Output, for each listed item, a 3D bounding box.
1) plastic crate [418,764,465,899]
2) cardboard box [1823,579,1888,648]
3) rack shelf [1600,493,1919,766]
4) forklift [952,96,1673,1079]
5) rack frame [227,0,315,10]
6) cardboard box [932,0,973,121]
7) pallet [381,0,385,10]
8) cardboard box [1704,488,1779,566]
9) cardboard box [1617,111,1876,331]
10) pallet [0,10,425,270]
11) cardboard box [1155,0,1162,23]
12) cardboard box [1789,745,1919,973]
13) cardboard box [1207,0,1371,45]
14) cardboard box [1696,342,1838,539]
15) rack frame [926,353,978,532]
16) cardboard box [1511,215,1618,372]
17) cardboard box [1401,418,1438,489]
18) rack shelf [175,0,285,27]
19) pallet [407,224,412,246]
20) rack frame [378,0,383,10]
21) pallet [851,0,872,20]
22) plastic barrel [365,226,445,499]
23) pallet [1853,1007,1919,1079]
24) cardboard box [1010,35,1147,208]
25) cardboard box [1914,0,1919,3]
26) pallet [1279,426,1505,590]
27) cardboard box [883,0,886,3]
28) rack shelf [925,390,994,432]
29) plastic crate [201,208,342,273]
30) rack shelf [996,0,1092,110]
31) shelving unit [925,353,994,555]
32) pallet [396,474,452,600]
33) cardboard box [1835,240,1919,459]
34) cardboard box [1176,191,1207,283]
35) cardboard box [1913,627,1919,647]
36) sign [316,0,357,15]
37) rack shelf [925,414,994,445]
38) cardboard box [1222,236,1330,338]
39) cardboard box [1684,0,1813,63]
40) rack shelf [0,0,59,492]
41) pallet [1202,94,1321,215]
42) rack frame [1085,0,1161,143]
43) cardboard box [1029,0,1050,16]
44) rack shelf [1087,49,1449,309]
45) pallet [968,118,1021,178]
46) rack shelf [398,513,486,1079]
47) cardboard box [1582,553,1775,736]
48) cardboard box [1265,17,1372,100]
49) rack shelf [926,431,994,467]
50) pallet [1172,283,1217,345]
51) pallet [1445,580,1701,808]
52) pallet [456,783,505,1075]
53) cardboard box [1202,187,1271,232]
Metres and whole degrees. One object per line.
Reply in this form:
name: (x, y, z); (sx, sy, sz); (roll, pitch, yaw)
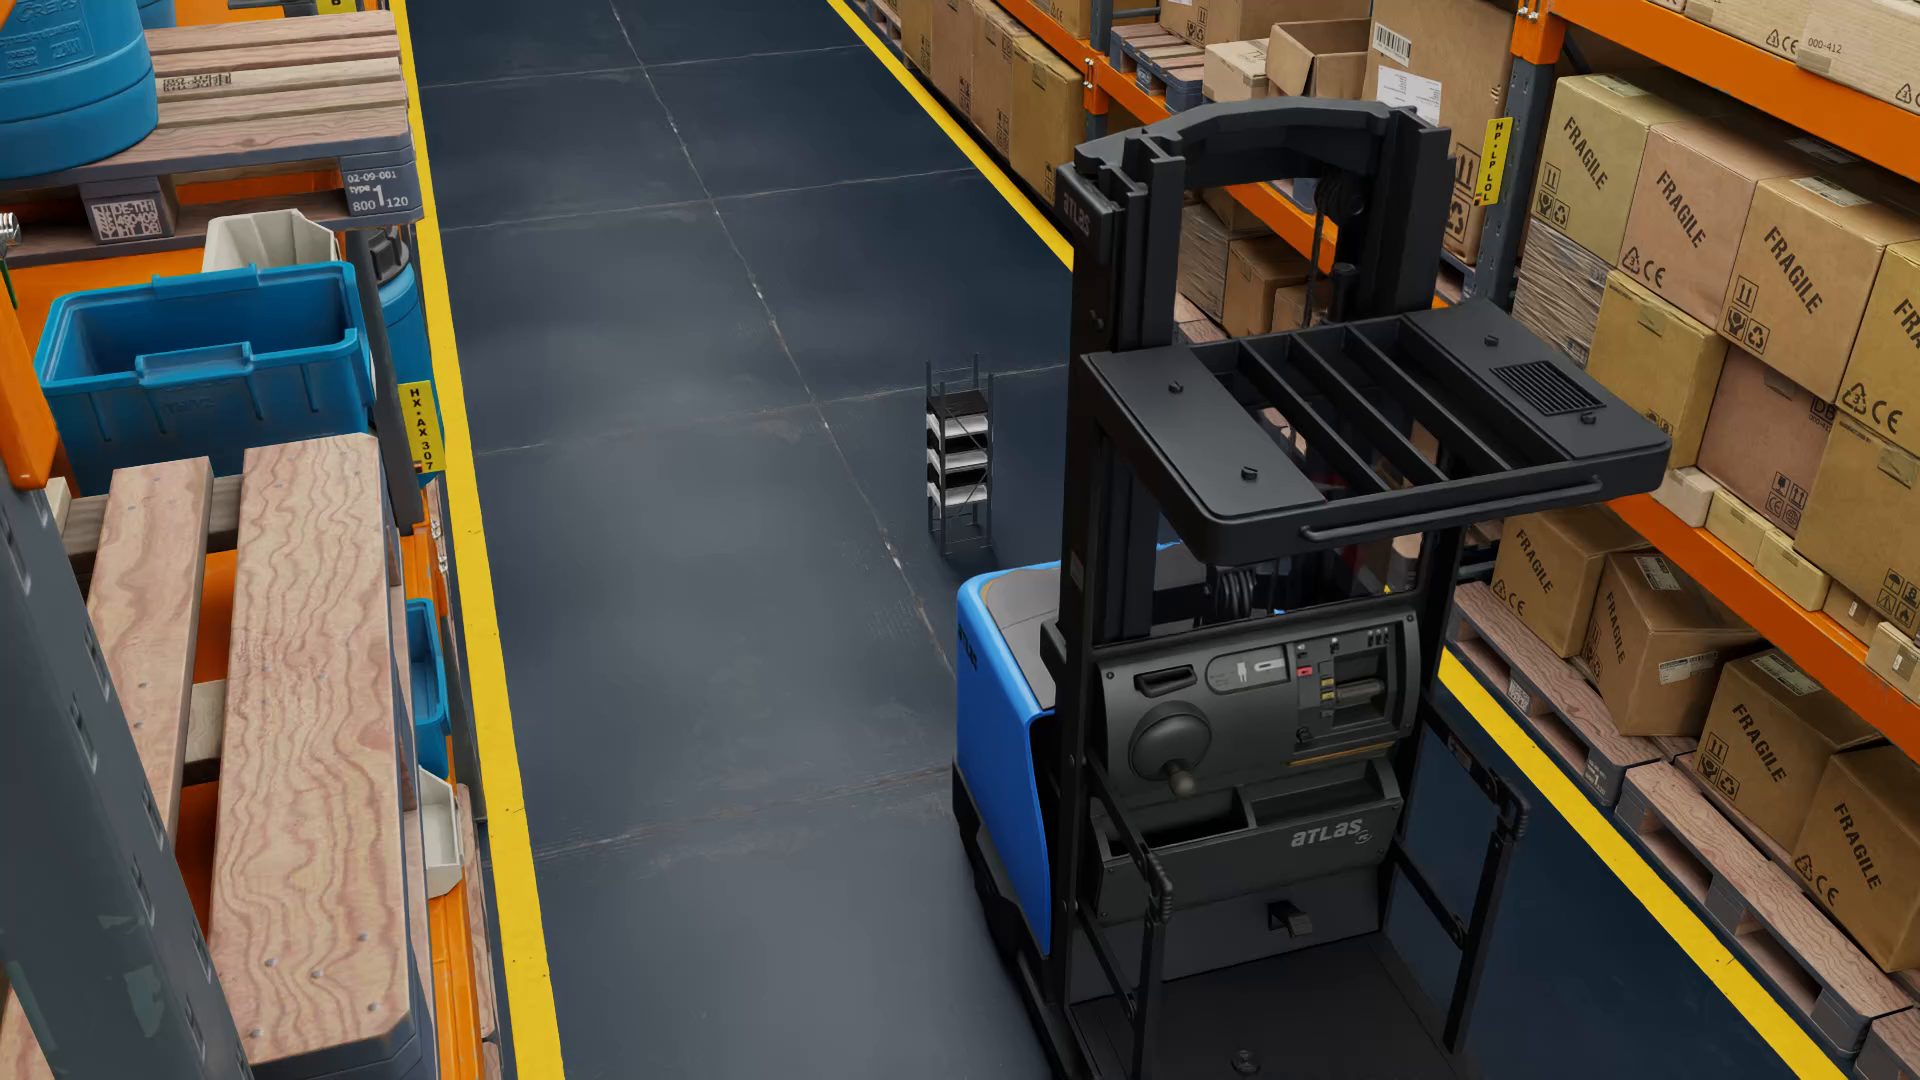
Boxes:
plastic crate: (-1.510, 0.763, 4.113); (0.530, 0.136, 0.437); (-10, 35, -15)
cardboard box: (2.839, 0.188, 4.973); (0.380, 0.149, 0.250); (-10, 35, -15)
rack shelf: (3.080, 0.361, 5.136); (1.077, 0.370, 4.000); (-10, 35, -15)
forklift: (0.886, 0.498, 4.338); (1.130, 2.935, 3.031); (-9, 35, -14)
rack frame: (-2.247, -2.660, 3.612); (1.000, 3.000, 0.127); (-10, 35, -15)
cardboard box: (0.518, -3.677, 12.140); (1.225, 0.875, 0.875); (-11, 35, -16)
pallet: (-5.692, -4.854, 14.904); (1.003, 0.211, 1.213); (-10, 35, -15)
cardboard box: (2.654, -0.069, 5.362); (0.380, 0.149, 0.250); (-10, 35, -15)
cardboard box: (2.519, -1.031, 5.322); (0.500, 0.500, 0.500); (-10, 35, -15)
pallet: (-1.934, -0.967, 3.943); (1.213, 0.211, 1.003); (-10, 35, -15)
cardboard box: (1.361, -3.432, 10.133); (0.500, 0.500, 0.500); (-9, 35, -13)
cardboard box: (3.128, 1.008, 5.391); (0.500, 0.500, 0.500); (-7, 34, -10)
cardboard box: (1.718, -2.753, 8.725); (0.700, 0.500, 0.500); (-5, 34, -8)
cardboard box: (2.916, -0.395, 5.266); (0.875, 0.500, 0.500); (-10, 35, -15)
rack frame: (-0.033, -0.433, 7.589); (0.240, 0.900, 0.006); (-10, 35, -15)
cardboard box: (2.549, -0.909, 6.044); (0.875, 0.500, 0.500); (-10, 35, -15)
cardboard box: (2.303, -0.456, 7.588); (0.700, 0.500, 0.500); (-13, 36, -18)
rack shelf: (-2.857, -2.158, 6.227); (1.077, 0.370, 4.000); (-10, 35, -15)
pallet: (-4.115, -2.140, 10.797); (1.003, 0.211, 1.213); (-10, 35, -15)
rack frame: (-4.687, -4.357, 11.623); (1.000, 3.000, 0.127); (-10, 35, -15)
pallet: (-0.503, -5.080, 15.247); (1.003, 0.211, 1.213); (-10, 35, -15)
plastic barrel: (-2.076, -0.620, 5.512); (0.600, 0.901, 0.708); (-10, 35, -15)
pallet: (3.453, 1.802, 4.832); (1.003, 0.211, 1.213); (-10, 35, -15)
cardboard box: (1.059, -2.744, 10.728); (1.225, 0.875, 0.875); (-12, 35, -17)
cardboard box: (2.709, -1.444, 4.268); (0.380, 0.149, 0.250); (-11, 35, -16)
pallet: (2.231, -0.235, 7.914); (1.003, 0.211, 1.213); (-10, 35, -15)
cardboard box: (-0.370, -5.311, 14.613); (0.875, 0.875, 0.875); (-10, 35, -15)
rack shelf: (-0.002, -0.577, 7.378); (0.258, 0.077, 0.200); (-10, 35, -15)
plastic crate: (-1.372, -0.523, 3.339); (0.243, 0.136, 0.396); (-10, 35, -15)
rack shelf: (0.640, -3.840, 11.492); (1.077, 0.370, 4.000); (-10, 35, -15)
shelving unit: (-0.002, -0.380, 7.508); (0.258, 0.900, 0.210); (-10, 35, -15)
pallet: (-2.899, -0.041, 7.620); (1.003, 0.211, 1.213); (-10, 35, -15)
cardboard box: (2.834, -0.508, 4.530); (0.500, 0.500, 0.500); (-10, 35, -15)
cardboard box: (1.474, -1.882, 9.745); (0.700, 0.500, 0.500); (-12, 35, -17)
cardboard box: (3.171, 0.139, 4.458); (0.875, 0.500, 0.500); (-10, 35, -15)
sign: (-1.719, -1.498, 4.568); (0.100, 0.325, 0.005); (-10, 35, -15)
rack shelf: (-0.002, -0.502, 7.428); (0.258, 0.077, 0.200); (-10, 35, -15)
cardboard box: (1.834, -1.296, 8.859); (0.700, 0.500, 0.500); (-7, 34, -11)
cardboard box: (2.530, -1.622, 4.899); (0.500, 0.250, 0.500); (-10, 35, -15)
rack shelf: (-1.637, -1.142, 2.332); (1.077, 0.370, 4.000); (-10, 35, -15)
pallet: (1.893, -1.977, 8.195); (1.003, 0.211, 1.213); (-10, 35, -15)
rack frame: (1.250, -3.090, 9.705); (1.000, 3.000, 0.127); (-10, 35, -15)
cardboard box: (0.717, -3.612, 10.404); (0.500, 0.500, 0.500); (-10, 35, -15)
rack shelf: (1.860, -1.739, 8.314); (1.077, 0.370, 4.000); (-10, 35, -15)
pallet: (0.713, -2.992, 12.087); (1.003, 0.211, 1.213); (-10, 35, -15)
rack shelf: (-1.637, 1.194, 3.875); (1.077, 0.370, 4.000); (-10, 35, -15)
cardboard box: (2.736, 0.394, 6.319); (0.500, 0.500, 0.500); (0, 33, 1)
cardboard box: (1.853, -2.102, 7.736); (0.797, 0.503, 0.637); (-7, 34, -10)
rack shelf: (-0.002, -0.427, 7.477); (0.258, 0.077, 0.200); (-10, 35, -15)
pallet: (1.487, -1.516, 9.852); (1.003, 0.211, 1.213); (-10, 35, -15)
pallet: (2.709, 0.521, 6.771); (1.003, 0.211, 1.213); (-10, 35, -15)
pallet: (-2.081, 1.366, 5.491); (1.003, 0.211, 1.213); (-10, 35, -15)
cardboard box: (1.655, -1.920, 9.122); (0.500, 0.250, 0.500); (-6, 34, -9)
